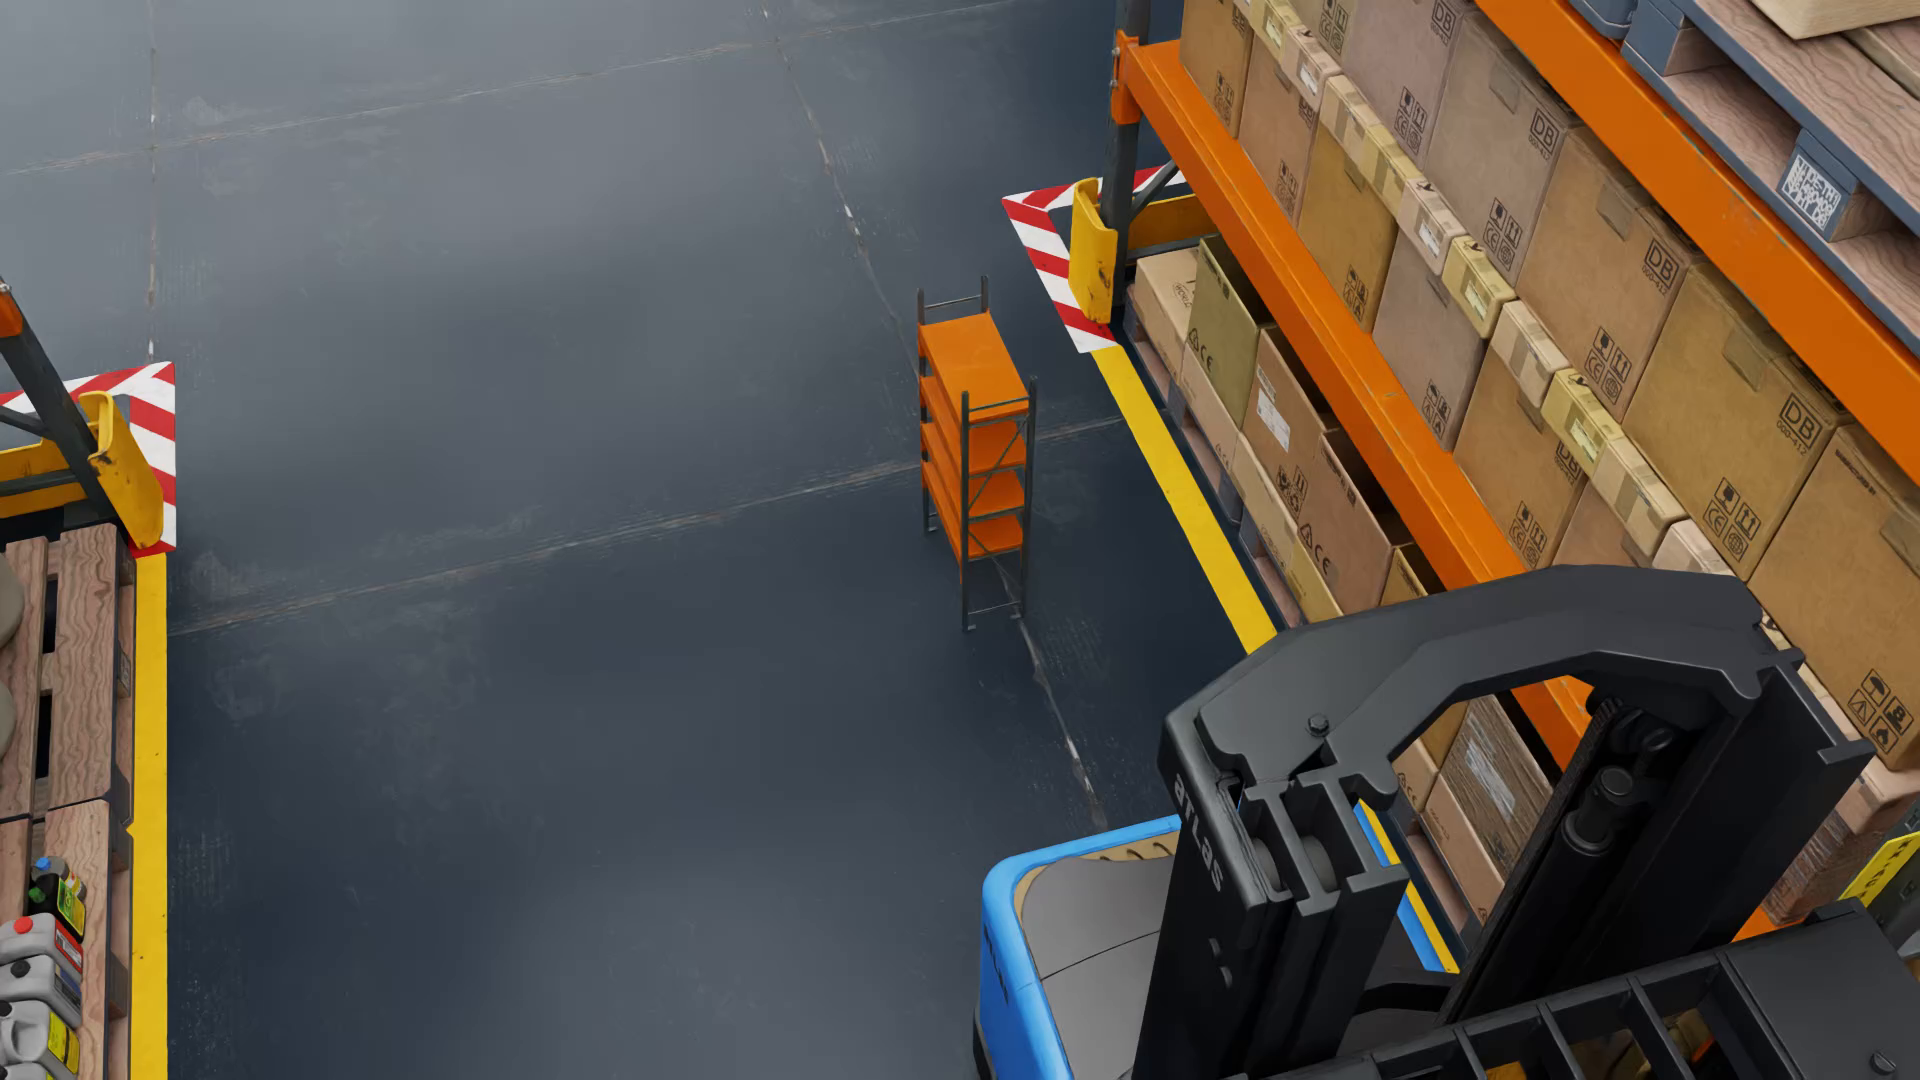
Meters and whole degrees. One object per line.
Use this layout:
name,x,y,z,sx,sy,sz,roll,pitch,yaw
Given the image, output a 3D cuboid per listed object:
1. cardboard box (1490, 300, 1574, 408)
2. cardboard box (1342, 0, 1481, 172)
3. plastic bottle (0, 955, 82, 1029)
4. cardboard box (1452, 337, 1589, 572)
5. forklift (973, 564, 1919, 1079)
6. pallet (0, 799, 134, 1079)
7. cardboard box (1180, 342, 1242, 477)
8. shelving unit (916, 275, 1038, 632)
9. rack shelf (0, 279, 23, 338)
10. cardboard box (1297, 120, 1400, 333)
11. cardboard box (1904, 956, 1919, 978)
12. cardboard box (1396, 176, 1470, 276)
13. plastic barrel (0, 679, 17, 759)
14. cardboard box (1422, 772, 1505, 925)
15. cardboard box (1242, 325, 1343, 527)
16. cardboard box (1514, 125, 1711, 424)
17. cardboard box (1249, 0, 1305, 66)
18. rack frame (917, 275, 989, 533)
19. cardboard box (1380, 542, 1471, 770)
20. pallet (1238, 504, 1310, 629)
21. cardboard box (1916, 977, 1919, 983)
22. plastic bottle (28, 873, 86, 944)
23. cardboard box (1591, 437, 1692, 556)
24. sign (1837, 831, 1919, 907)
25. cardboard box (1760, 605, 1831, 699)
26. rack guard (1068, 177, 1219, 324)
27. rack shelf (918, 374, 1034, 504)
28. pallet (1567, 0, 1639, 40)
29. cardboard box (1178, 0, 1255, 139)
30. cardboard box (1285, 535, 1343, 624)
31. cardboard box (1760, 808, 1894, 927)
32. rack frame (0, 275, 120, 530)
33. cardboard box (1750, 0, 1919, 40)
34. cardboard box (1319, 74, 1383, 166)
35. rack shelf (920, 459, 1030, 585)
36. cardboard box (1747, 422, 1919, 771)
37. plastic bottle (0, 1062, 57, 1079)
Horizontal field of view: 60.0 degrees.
cardboard box,1.591,-0.503,4.222,0.380,0.149,0.250,-12,51,-10
cardboard box,1.519,-1.422,4.573,0.700,0.500,0.500,-13,51,-11
plastic bottle,-2.615,1.282,4.701,0.152,0.276,0.135,-15,51,-12
cardboard box,1.806,-0.290,4.467,0.700,0.500,0.500,-13,51,-10
forklift,0.937,1.543,3.032,1.130,2.935,3.031,-12,51,-10
pallet,-3.006,1.440,4.898,1.003,0.211,1.213,-13,51,-11
cardboard box,1.164,-0.548,6.274,0.500,0.250,0.500,-13,51,-11
shelving unit,0.049,-0.266,5.689,0.258,1.200,0.503,-13,51,-11
rack shelf,-3.074,0.705,4.164,1.077,0.370,4.000,-13,51,-11
cardboard box,1.494,-1.047,5.105,0.700,0.500,0.500,-13,51,-11
cardboard box,2.412,0.916,4.549,0.500,0.500,0.500,-13,51,-11
cardboard box,1.431,-0.888,4.547,0.380,0.149,0.250,-13,51,-11
plastic barrel,-3.250,0.508,5.212,0.421,0.512,0.421,0,50,0
cardboard box,1.766,0.911,5.044,0.500,0.250,0.500,-13,51,-11
cardboard box,1.323,-0.427,5.681,0.500,0.500,0.500,-13,51,-11
cardboard box,1.815,-0.691,3.957,0.700,0.500,0.500,-13,51,-11
cardboard box,1.130,-1.636,5.178,0.380,0.149,0.250,-13,51,-11
rack frame,-0.023,-0.444,5.840,0.240,1.200,0.015,-13,51,-11
cardboard box,1.616,0.304,5.065,0.500,0.500,0.500,-13,51,-11
pallet,1.690,0.232,5.916,1.003,0.211,1.213,-13,51,-11
cardboard box,2.402,1.160,4.834,0.500,0.250,0.500,-13,51,-11
plastic bottle,-2.652,1.069,4.875,0.061,0.283,0.133,-12,51,-10
cardboard box,1.735,-0.138,3.915,0.380,0.149,0.250,-13,51,-11
sign,1.720,0.638,3.132,0.100,0.325,0.005,-13,51,-11
cardboard box,1.894,0.244,3.593,0.380,0.149,0.250,-14,51,-12
rack guard,1.060,-1.317,7.033,1.175,0.500,0.348,-13,51,-11
rack shelf,0.049,-0.367,5.570,0.258,0.148,0.480,-13,51,-11
pallet,1.616,-1.628,3.757,1.003,0.211,1.213,-13,51,-11
cardboard box,1.193,-1.793,5.735,0.700,0.500,0.500,-13,51,-11
cardboard box,1.455,0.184,5.657,0.500,0.250,0.500,-13,51,-11
cardboard box,2.113,0.462,3.834,0.700,0.500,0.500,-15,51,-12
rack frame,-3.666,-0.988,5.121,1.000,3.000,0.127,-13,51,-11
cardboard box,1.632,-1.069,3.026,0.380,0.149,0.250,-13,51,-11
cardboard box,1.284,-1.257,4.858,0.380,0.149,0.250,-15,51,-12
rack shelf,0.049,-0.094,5.893,0.258,0.148,0.480,-13,51,-11
cardboard box,2.113,0.043,3.338,0.700,0.500,0.500,-13,51,-11
plastic bottle,-2.507,1.514,4.457,0.144,0.351,0.185,-14,51,-11
